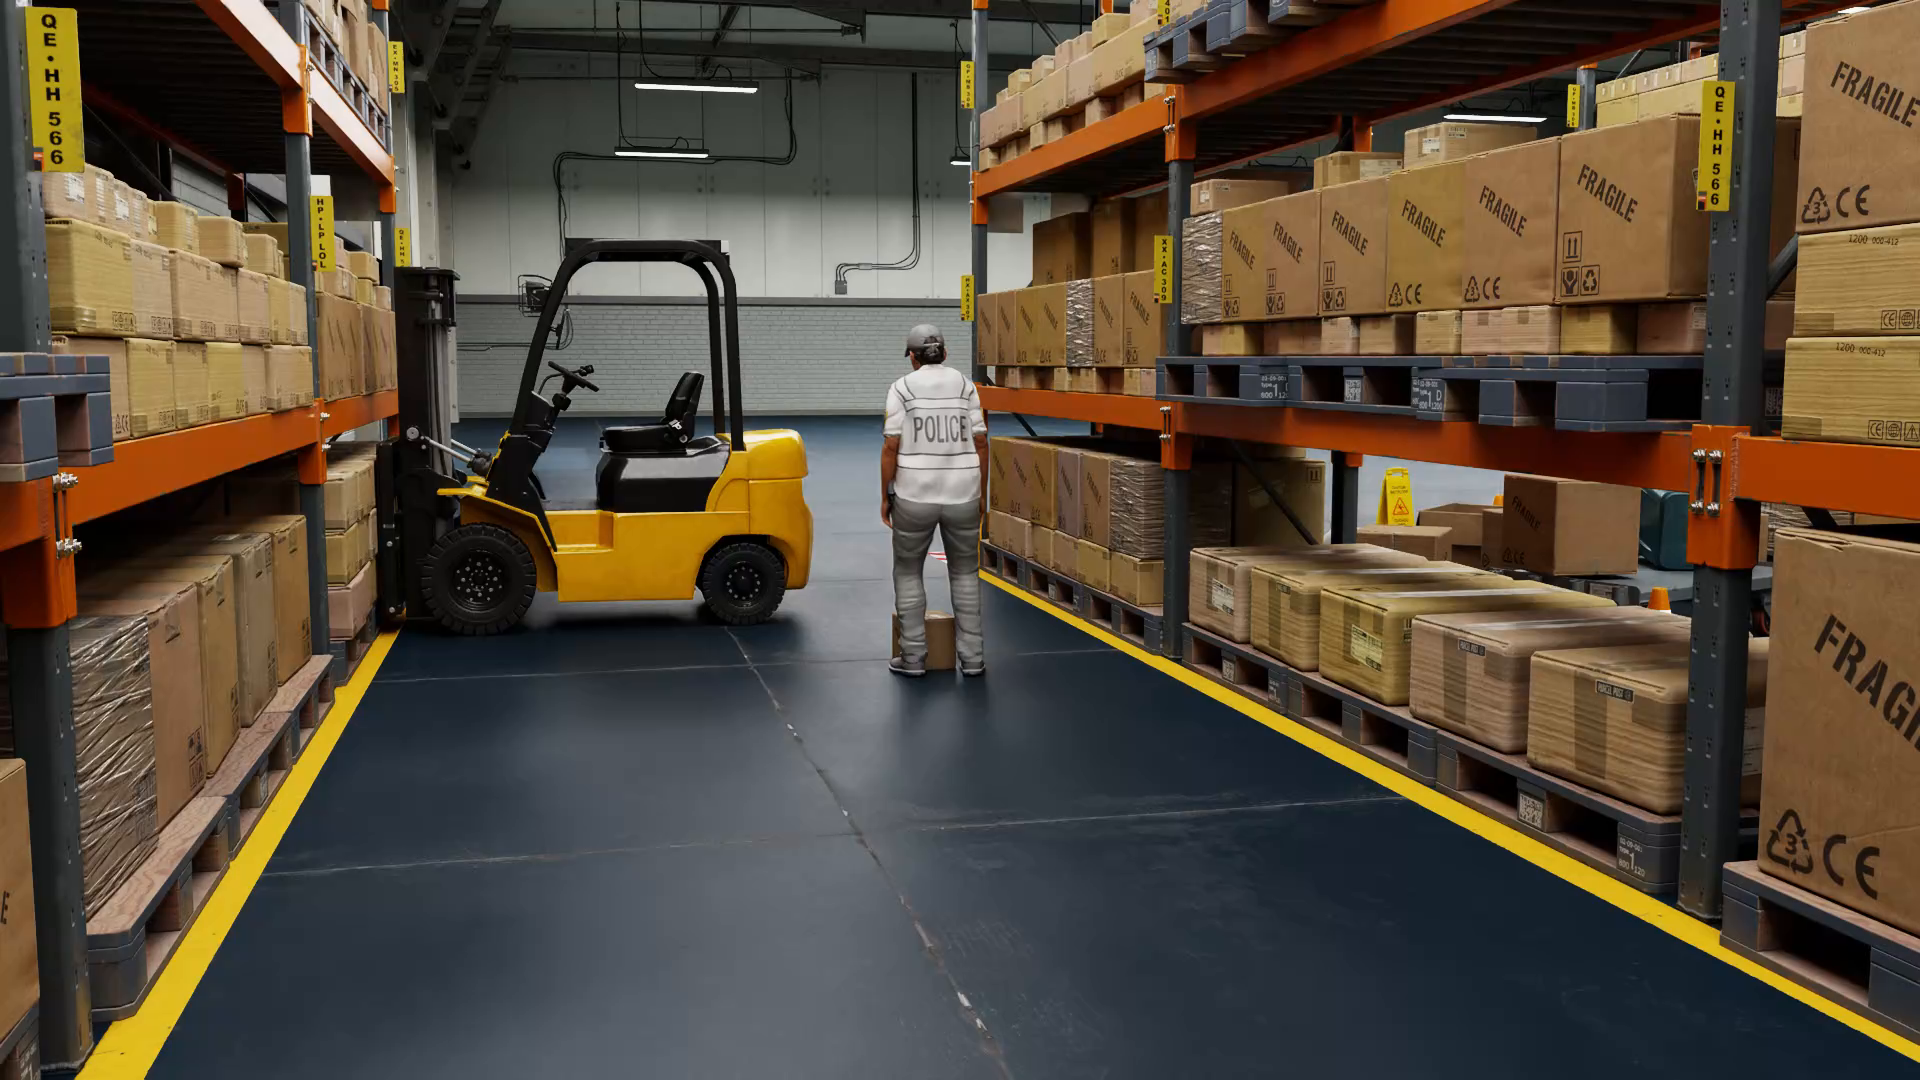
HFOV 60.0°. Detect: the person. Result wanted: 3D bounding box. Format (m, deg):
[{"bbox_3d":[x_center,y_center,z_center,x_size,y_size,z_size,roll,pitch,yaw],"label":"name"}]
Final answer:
[{"bbox_3d":[-0.119,-0.186,7.862,0.537,1.665,0.468,-2,6,-14],"label":"person"}]
